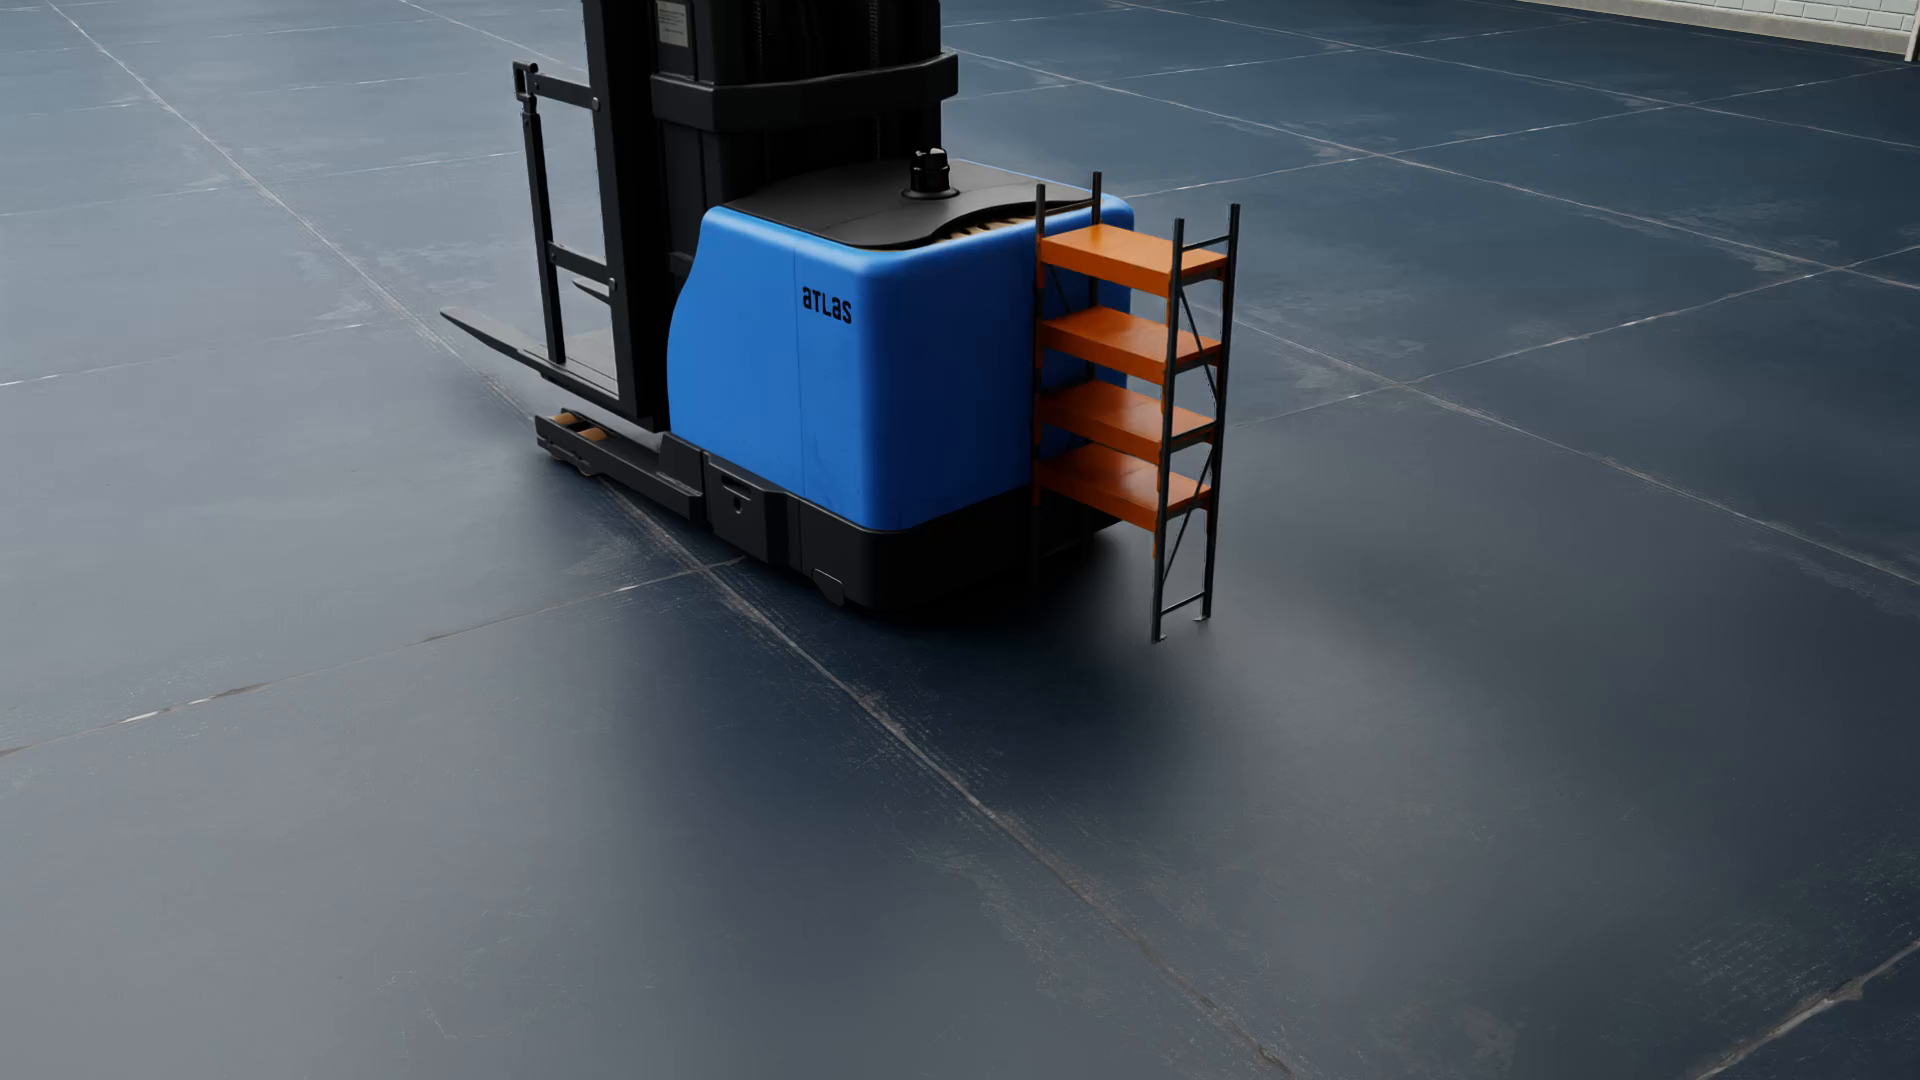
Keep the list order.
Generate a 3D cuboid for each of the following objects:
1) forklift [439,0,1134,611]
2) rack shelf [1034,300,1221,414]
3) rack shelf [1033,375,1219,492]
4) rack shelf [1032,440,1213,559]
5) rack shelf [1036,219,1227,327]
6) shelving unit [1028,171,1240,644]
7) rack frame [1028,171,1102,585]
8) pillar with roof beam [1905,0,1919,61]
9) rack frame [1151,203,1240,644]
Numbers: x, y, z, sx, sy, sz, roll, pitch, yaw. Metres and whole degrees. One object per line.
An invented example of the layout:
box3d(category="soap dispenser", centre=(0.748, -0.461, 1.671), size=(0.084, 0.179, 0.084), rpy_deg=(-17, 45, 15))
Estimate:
box3d(category="forklift", centre=(-0.836, -1.672, 5.358), size=(1.130, 2.935, 3.031), rpy_deg=(-21, 33, -37))
box3d(category="rack shelf", centre=(0.462, -0.507, 4.553), size=(0.258, 0.148, 0.480), rpy_deg=(-21, 33, -37))
box3d(category="rack shelf", centre=(0.462, -0.305, 4.649), size=(0.258, 0.148, 0.480), rpy_deg=(-21, 33, -37))
box3d(category="rack shelf", centre=(0.462, -0.126, 4.733), size=(0.258, 0.148, 0.480), rpy_deg=(-21, 33, -37))
box3d(category="rack shelf", centre=(0.462, -0.721, 4.452), size=(0.258, 0.148, 0.480), rpy_deg=(-21, 33, -37))
box3d(category="shelving unit", centre=(0.462, -0.366, 4.620), size=(0.258, 1.200, 0.503), rpy_deg=(-21, 33, -37))
box3d(category="rack frame", centre=(0.299, -0.443, 4.783), size=(0.240, 1.200, 0.015), rpy_deg=(-21, 33, -37))
box3d(category="pillar with roof beam", centre=(4.293, -6.924, 9.377), size=(9.100, 9.000, 0.400), rpy_deg=(-16, 29, -30))
box3d(category="rack frame", centre=(0.626, -0.289, 4.456), size=(0.240, 1.200, 0.015), rpy_deg=(-21, 33, -37))
